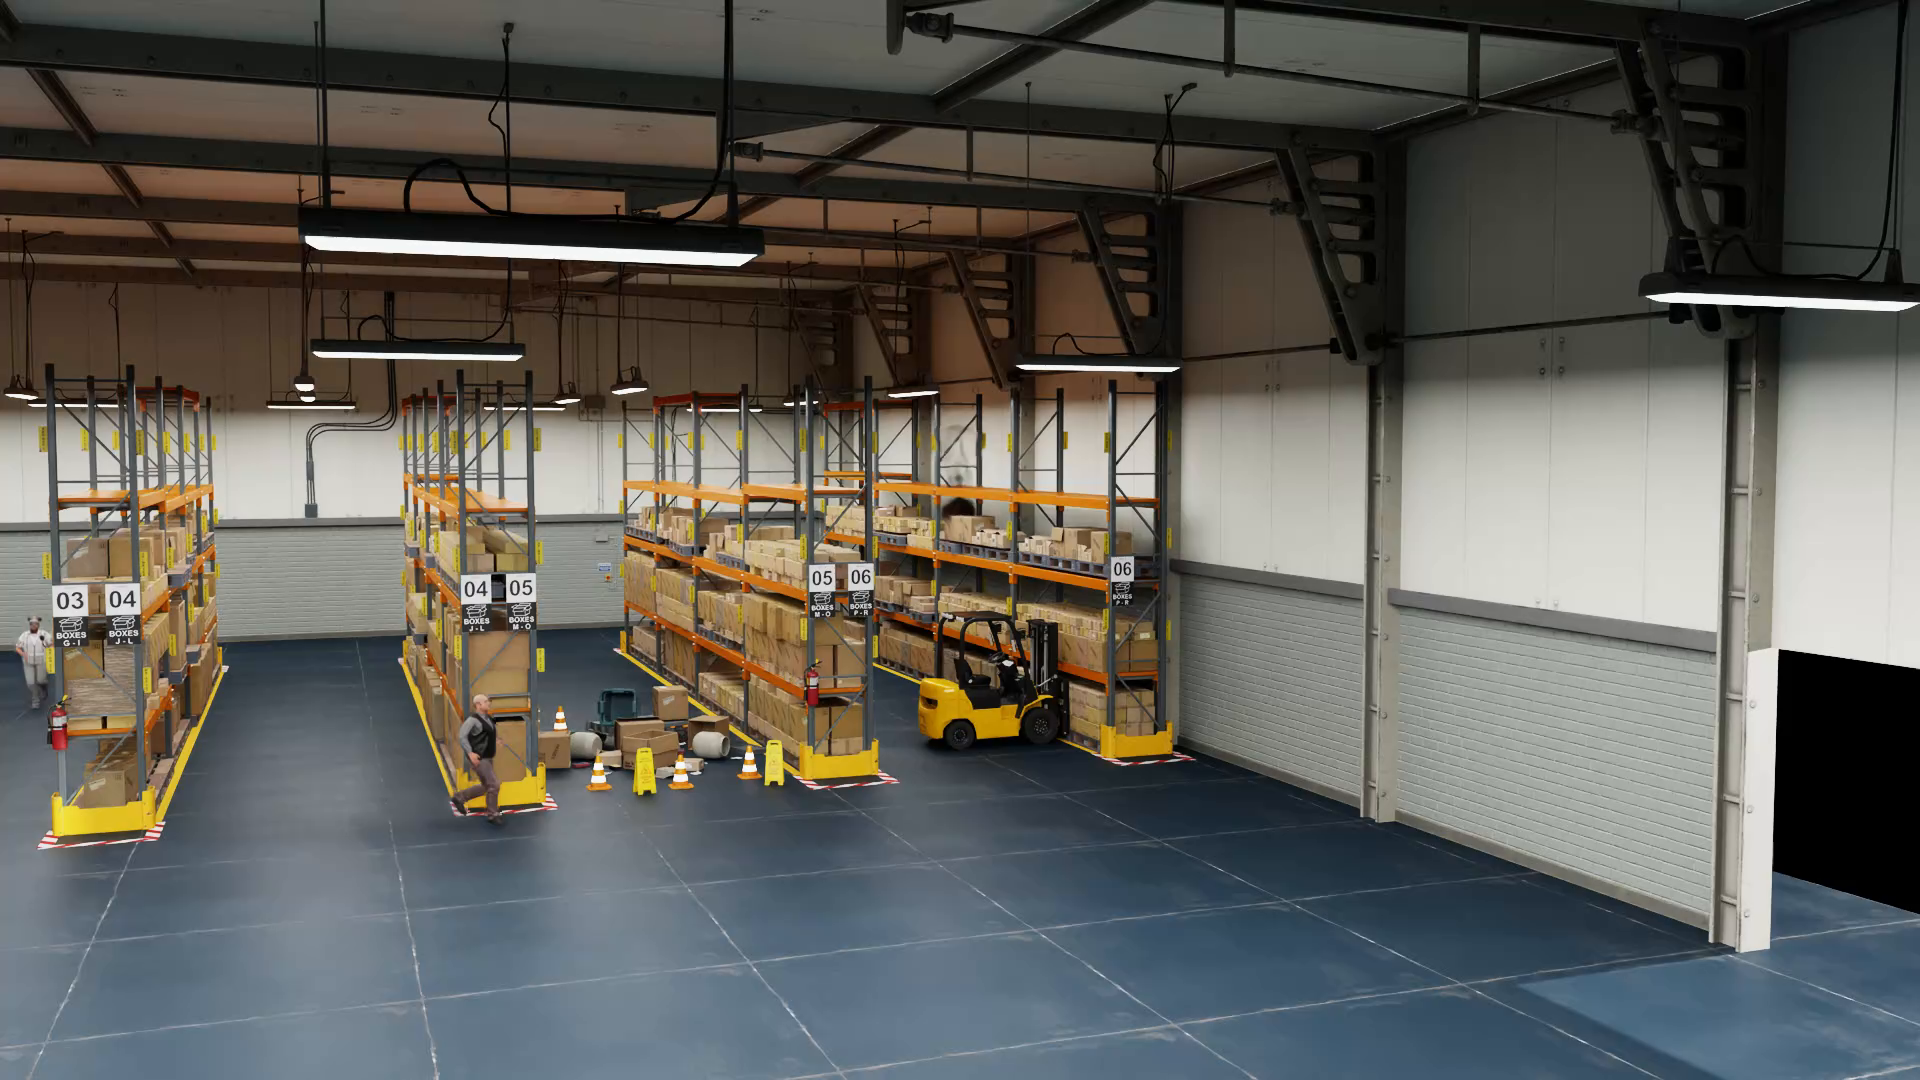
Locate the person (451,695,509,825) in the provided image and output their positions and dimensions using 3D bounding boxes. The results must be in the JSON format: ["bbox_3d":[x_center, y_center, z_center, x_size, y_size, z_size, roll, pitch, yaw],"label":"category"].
[{"bbox_3d":[-6.320,2.889,21.857,0.798,1.730,0.690,0,3,3],"label":"person"}]

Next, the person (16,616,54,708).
[{"bbox_3d":[-17.487,2.303,31.460,0.664,1.743,0.599,-1,4,-24],"label":"person"}]

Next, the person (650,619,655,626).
[{"bbox_3d":[-7.677,1.722,42.137,0.890,1.578,0.534,-3,4,-41],"label":"person"}]
